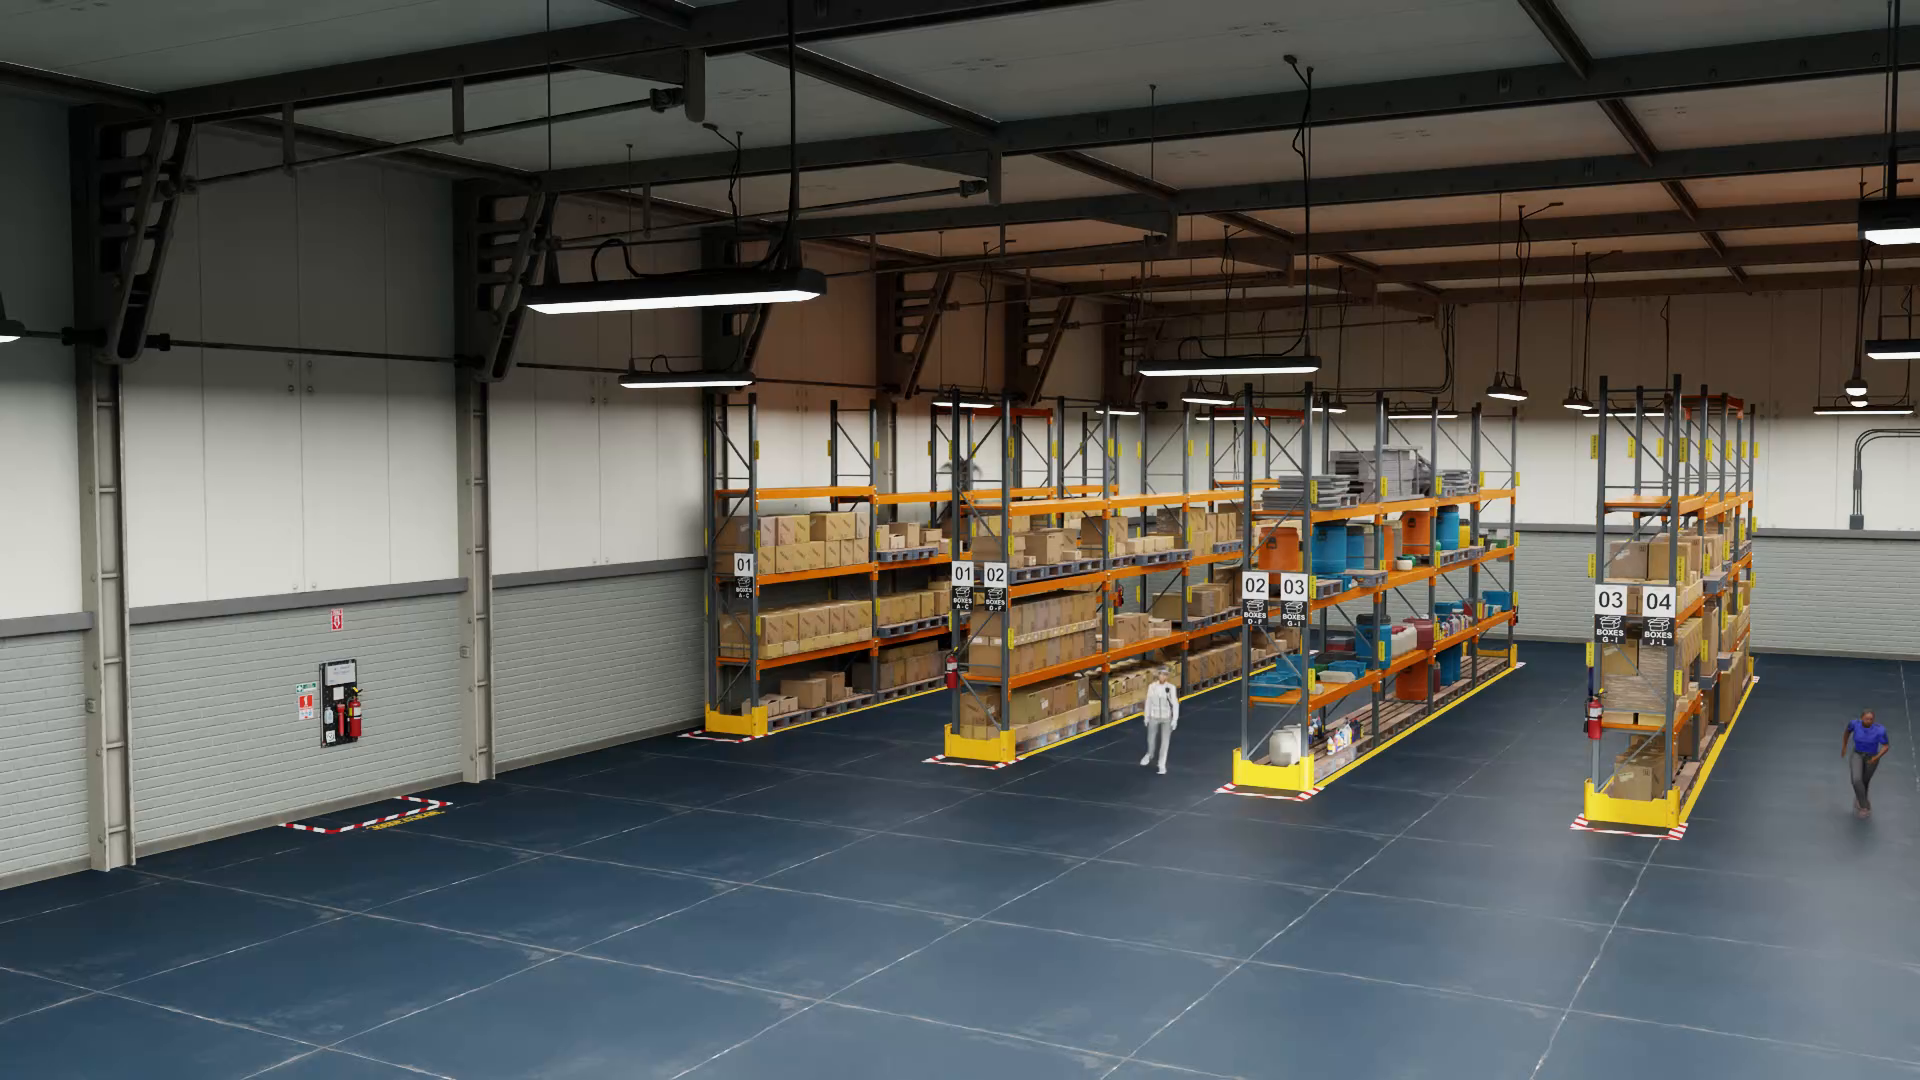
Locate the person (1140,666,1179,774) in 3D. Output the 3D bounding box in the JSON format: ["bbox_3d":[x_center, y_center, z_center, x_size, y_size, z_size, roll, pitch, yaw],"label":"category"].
[{"bbox_3d":[3.093,2.766,25.785,0.596,1.673,0.557,0,3,8],"label":"person"}]

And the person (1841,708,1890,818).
[{"bbox_3d":[12.455,3.011,22.886,0.586,1.495,1.000,2,4,28],"label":"person"}]

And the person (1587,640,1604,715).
[{"bbox_3d":[12.051,2.506,31.238,0.581,1.683,0.726,2,3,28],"label":"person"}]
